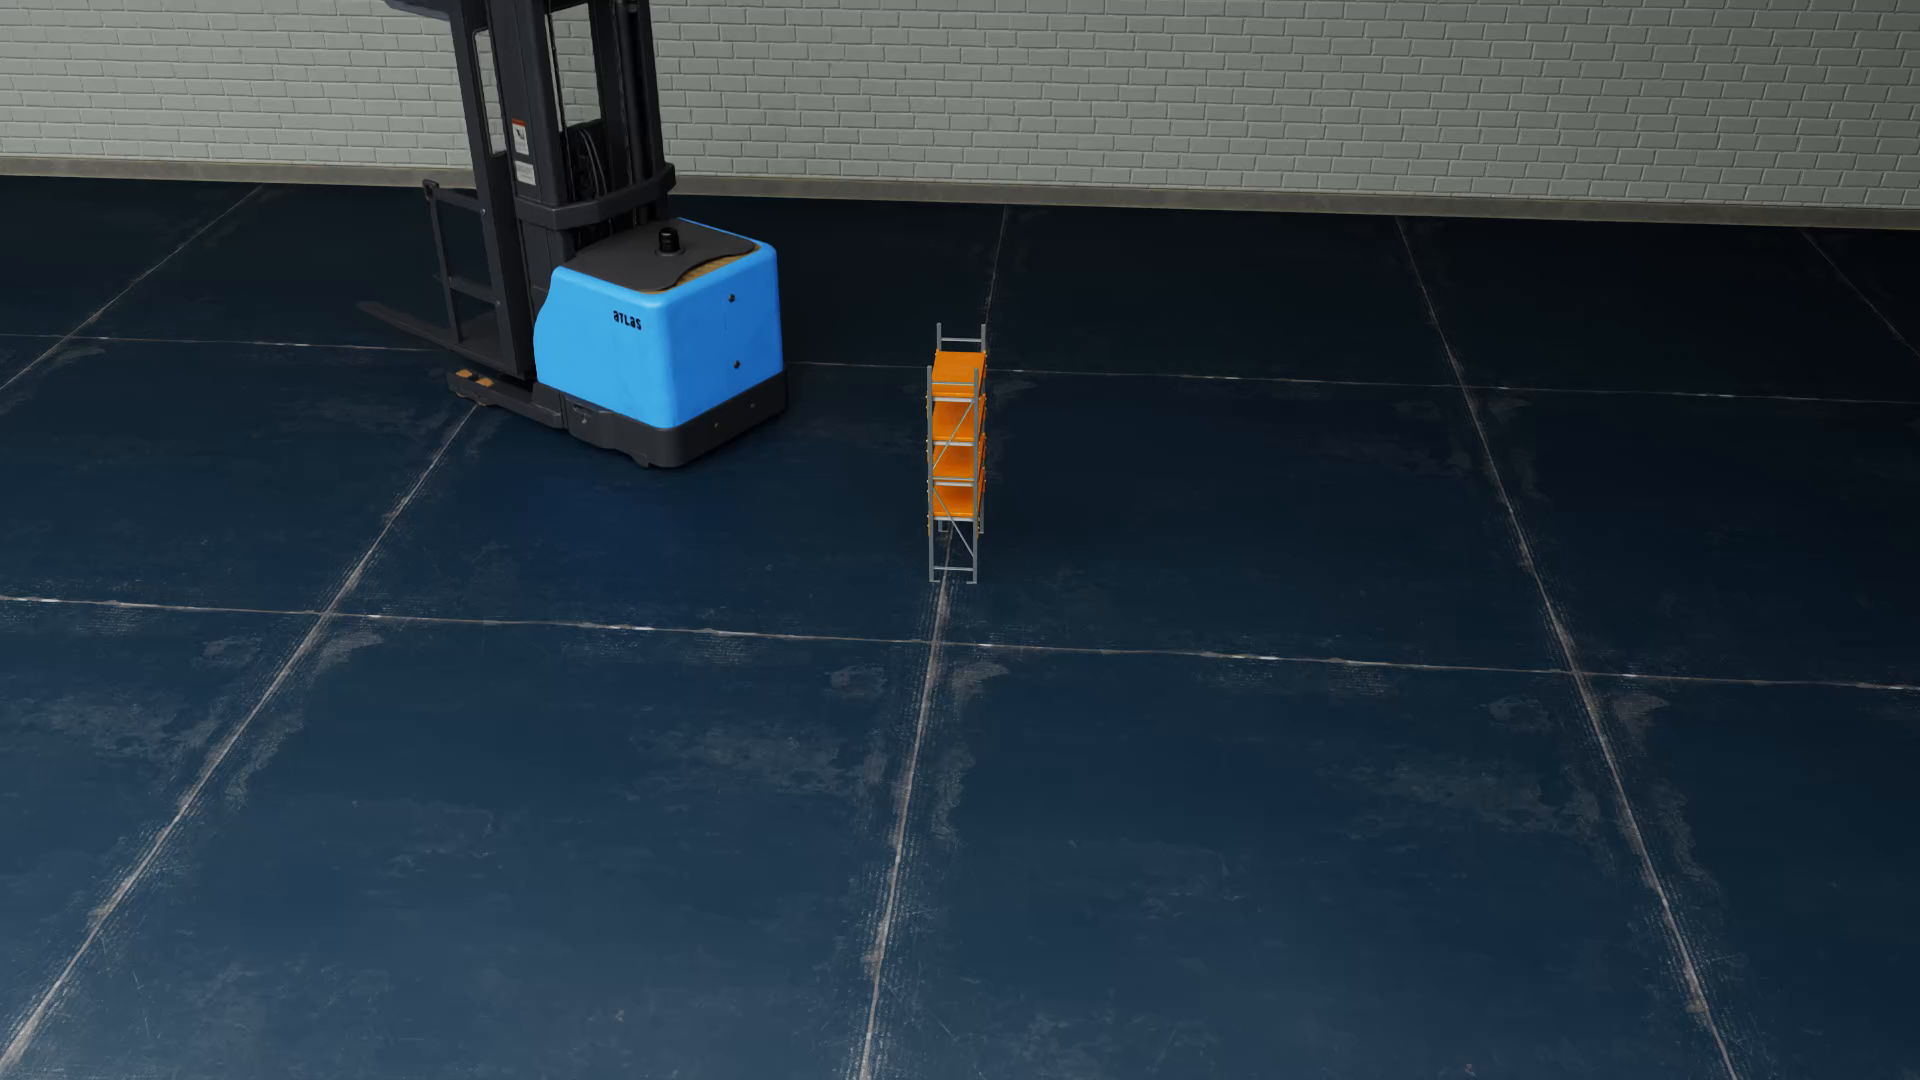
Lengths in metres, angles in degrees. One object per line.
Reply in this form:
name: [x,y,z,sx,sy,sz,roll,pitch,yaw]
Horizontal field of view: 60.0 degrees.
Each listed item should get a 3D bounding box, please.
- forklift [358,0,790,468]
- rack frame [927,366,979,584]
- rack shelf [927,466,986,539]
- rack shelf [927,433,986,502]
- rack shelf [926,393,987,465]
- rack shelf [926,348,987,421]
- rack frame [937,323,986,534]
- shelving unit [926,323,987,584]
forklift: [-2.502,-2.256,9.618,3.031,2.935,1.130,21,37,30]
rack frame: [-0.033,-0.297,8.088,0.240,1.200,0.015,2,32,4]
rack shelf: [-0.013,-0.198,8.434,0.258,0.148,0.480,2,32,4]
rack shelf: [-0.013,-0.367,8.330,0.258,0.148,0.480,2,32,4]
rack shelf: [-0.013,-0.557,8.213,0.258,0.148,0.480,2,32,4]
rack shelf: [-0.013,-0.759,8.089,0.258,0.148,0.480,2,32,4]
rack frame: [0.006,-0.552,8.502,0.240,1.200,0.015,2,32,4]
shelving unit: [-0.013,-0.424,8.295,0.258,1.200,0.503,2,32,4]
